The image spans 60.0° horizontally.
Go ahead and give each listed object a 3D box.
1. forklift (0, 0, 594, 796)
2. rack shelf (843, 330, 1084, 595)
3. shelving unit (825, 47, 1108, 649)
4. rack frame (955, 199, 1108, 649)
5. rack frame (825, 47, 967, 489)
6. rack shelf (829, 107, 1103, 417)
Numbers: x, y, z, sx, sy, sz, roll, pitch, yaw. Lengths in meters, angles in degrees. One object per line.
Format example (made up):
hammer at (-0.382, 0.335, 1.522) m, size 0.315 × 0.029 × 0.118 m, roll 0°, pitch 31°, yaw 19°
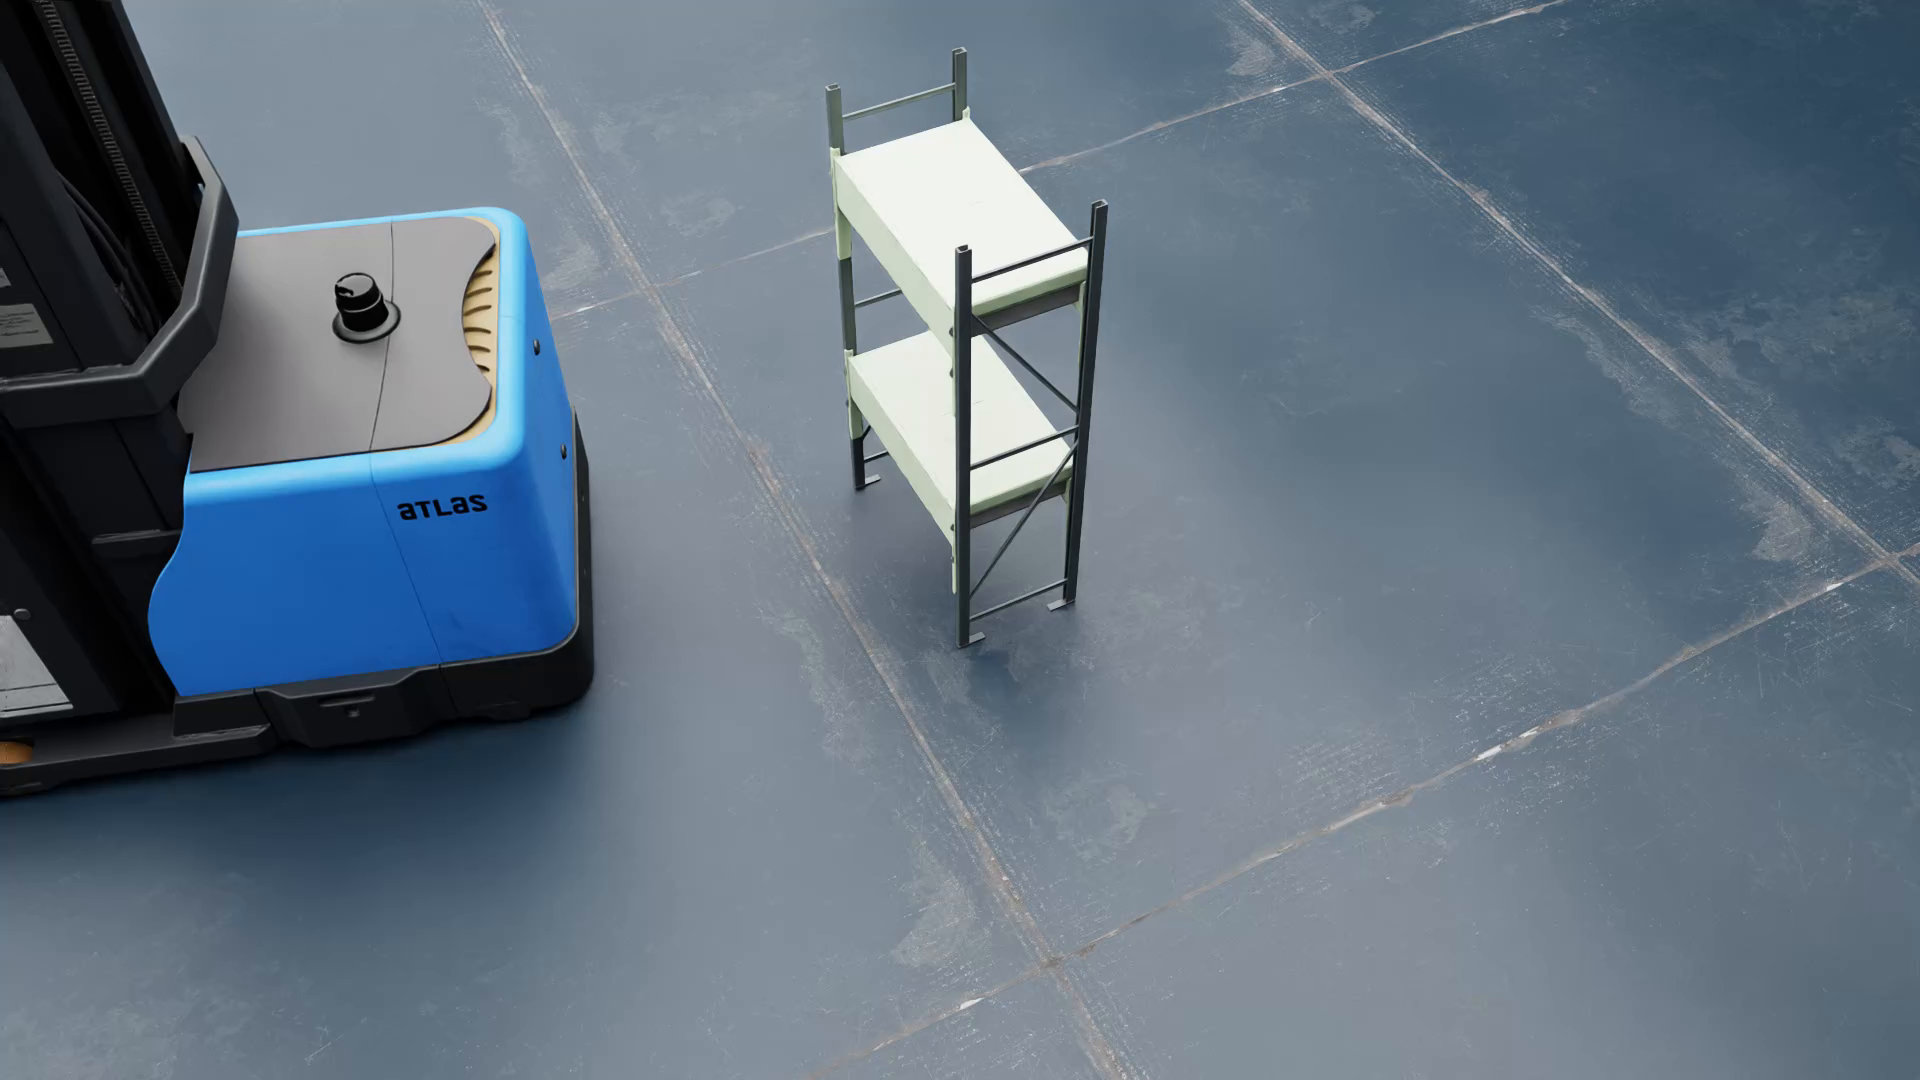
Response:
forklift at (-2.625, -0.661, 3.881) m, size 3.031 × 2.935 × 1.130 m, roll -7°, pitch 49°, yaw -6°
rack shelf at (0.003, -0.275, 4.927) m, size 0.431 × 0.370 × 0.720 m, roll -21°, pitch 52°, yaw -18°
shelving unit at (0.003, -0.489, 4.682) m, size 0.431 × 1.500 × 0.755 m, roll -21°, pitch 52°, yaw -18°
rack frame at (0.171, -0.244, 4.467) m, size 0.400 × 1.500 × 0.023 m, roll -21°, pitch 52°, yaw -18°
rack frame at (-0.164, -0.734, 4.896) m, size 0.400 × 1.500 × 0.023 m, roll -21°, pitch 52°, yaw -18°
rack shelf at (0.003, -0.746, 4.388) m, size 0.431 × 0.370 × 0.720 m, roll -21°, pitch 52°, yaw -18°
